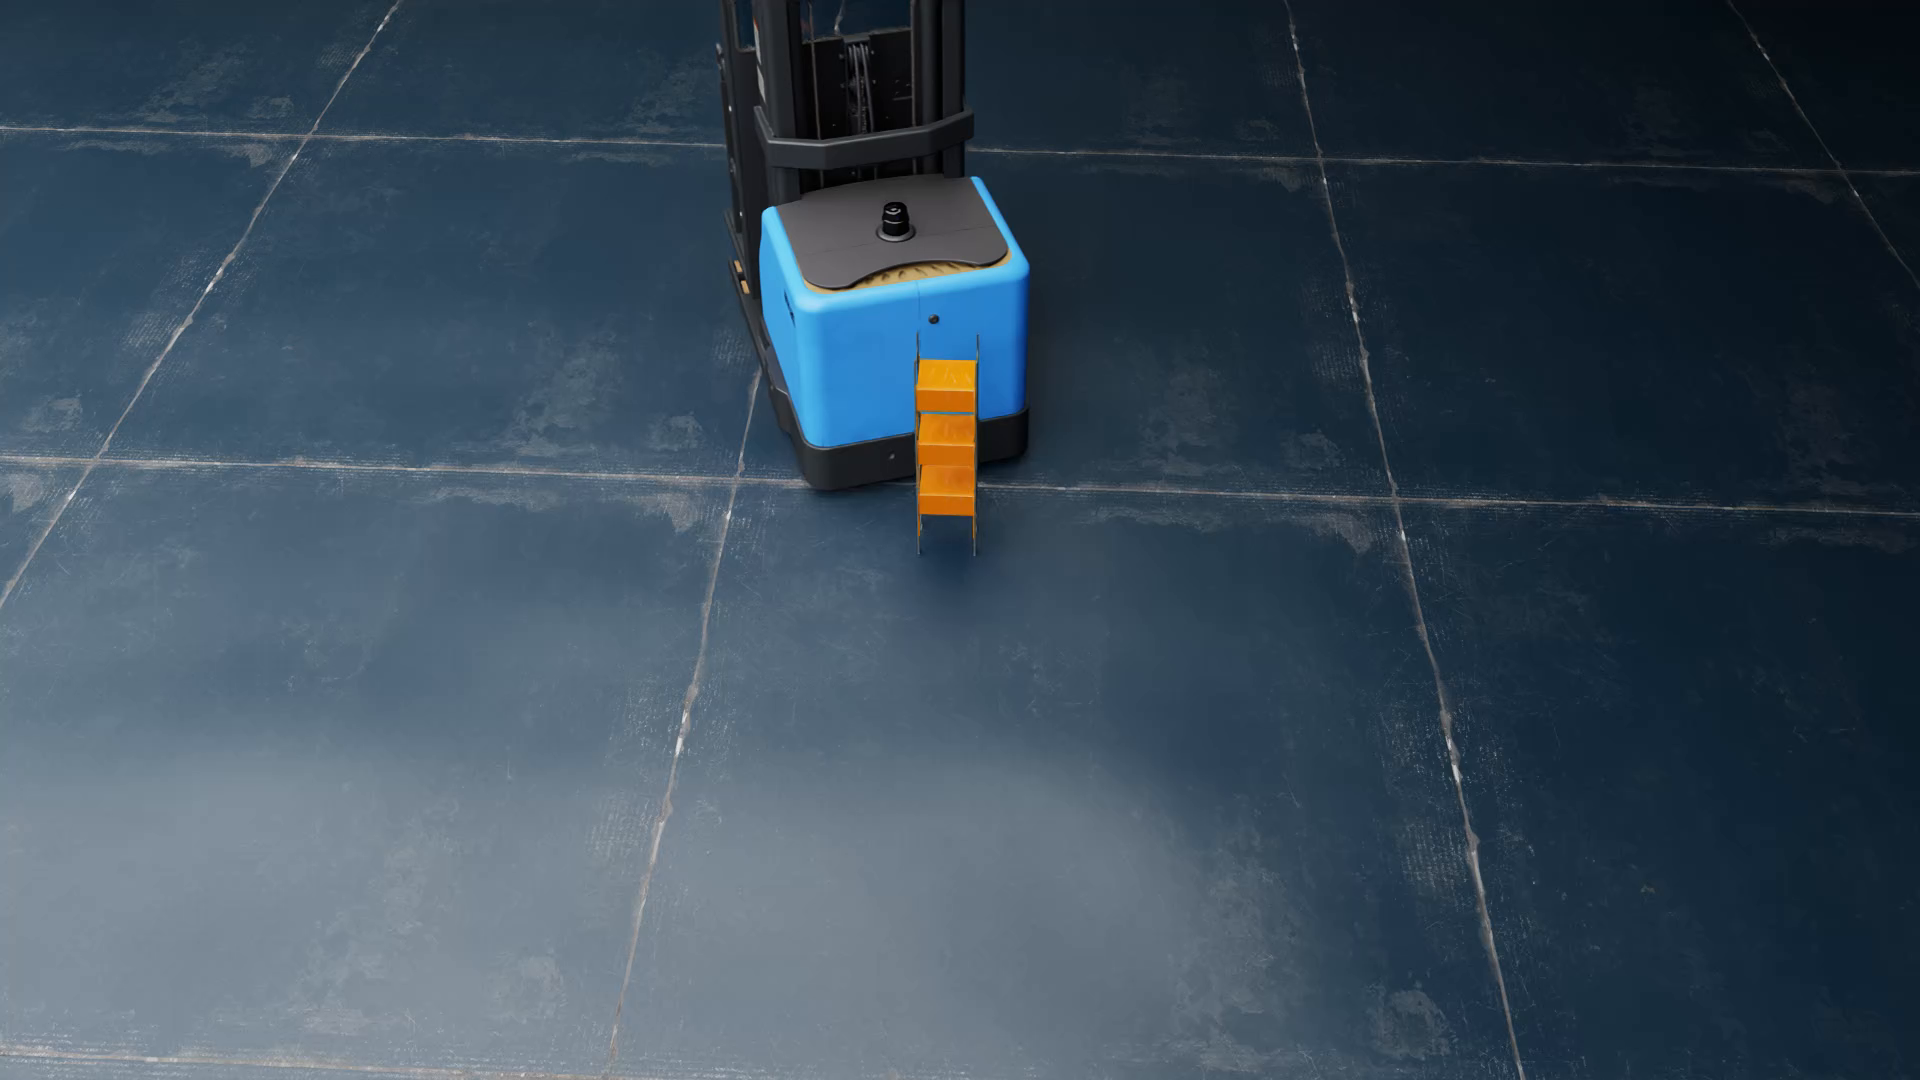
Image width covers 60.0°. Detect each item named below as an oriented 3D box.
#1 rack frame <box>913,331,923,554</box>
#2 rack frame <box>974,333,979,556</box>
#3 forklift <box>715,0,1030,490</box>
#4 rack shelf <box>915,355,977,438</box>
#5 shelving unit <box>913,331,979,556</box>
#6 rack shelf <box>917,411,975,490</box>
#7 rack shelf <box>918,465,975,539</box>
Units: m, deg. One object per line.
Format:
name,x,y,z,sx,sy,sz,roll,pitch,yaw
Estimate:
rack frame,-0.175,-0.390,6.983,0.008,1.050,0.200,2,43,2
rack frame,0.068,-0.382,6.975,0.008,1.050,0.200,2,43,2
forklift,-0.582,-2.316,7.671,1.130,2.935,3.031,-11,44,-12
rack shelf,-0.053,-0.586,6.793,0.240,0.259,0.215,2,43,2
shelving unit,-0.053,-0.386,6.979,0.252,1.050,0.215,2,43,2
rack shelf,-0.053,-0.378,6.987,0.240,0.259,0.215,2,43,2
rack shelf,-0.053,-0.175,7.176,0.240,0.259,0.215,2,43,2
